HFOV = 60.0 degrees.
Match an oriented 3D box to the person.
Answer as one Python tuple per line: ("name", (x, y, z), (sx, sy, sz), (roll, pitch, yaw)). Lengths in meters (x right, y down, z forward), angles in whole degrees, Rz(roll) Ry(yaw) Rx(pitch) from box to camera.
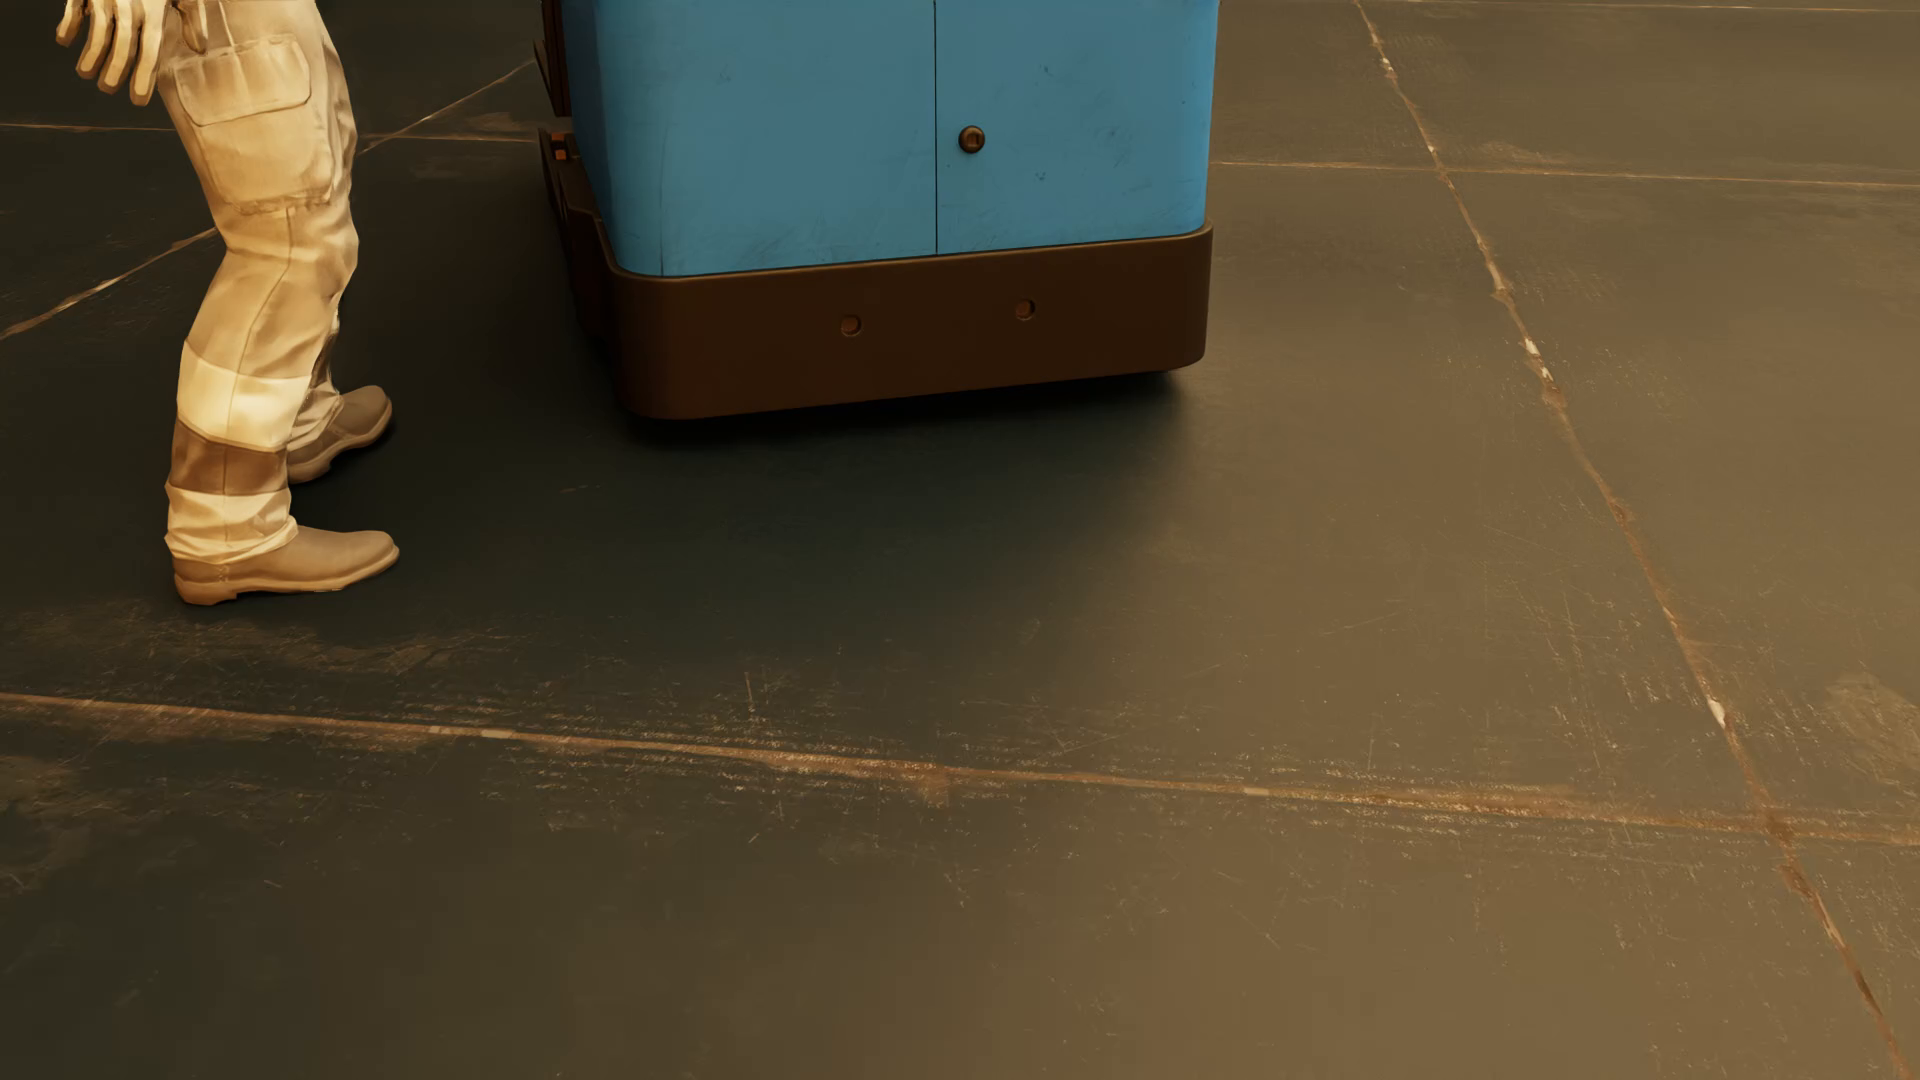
("person", (-0.952, -0.790, 2.136), (0.444, 1.749, 0.873), (-12, 29, -22))

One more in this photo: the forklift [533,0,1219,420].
("forklift", (-0.449, -2.146, 3.519), (1.130, 2.935, 3.031), (-7, 27, -14))
